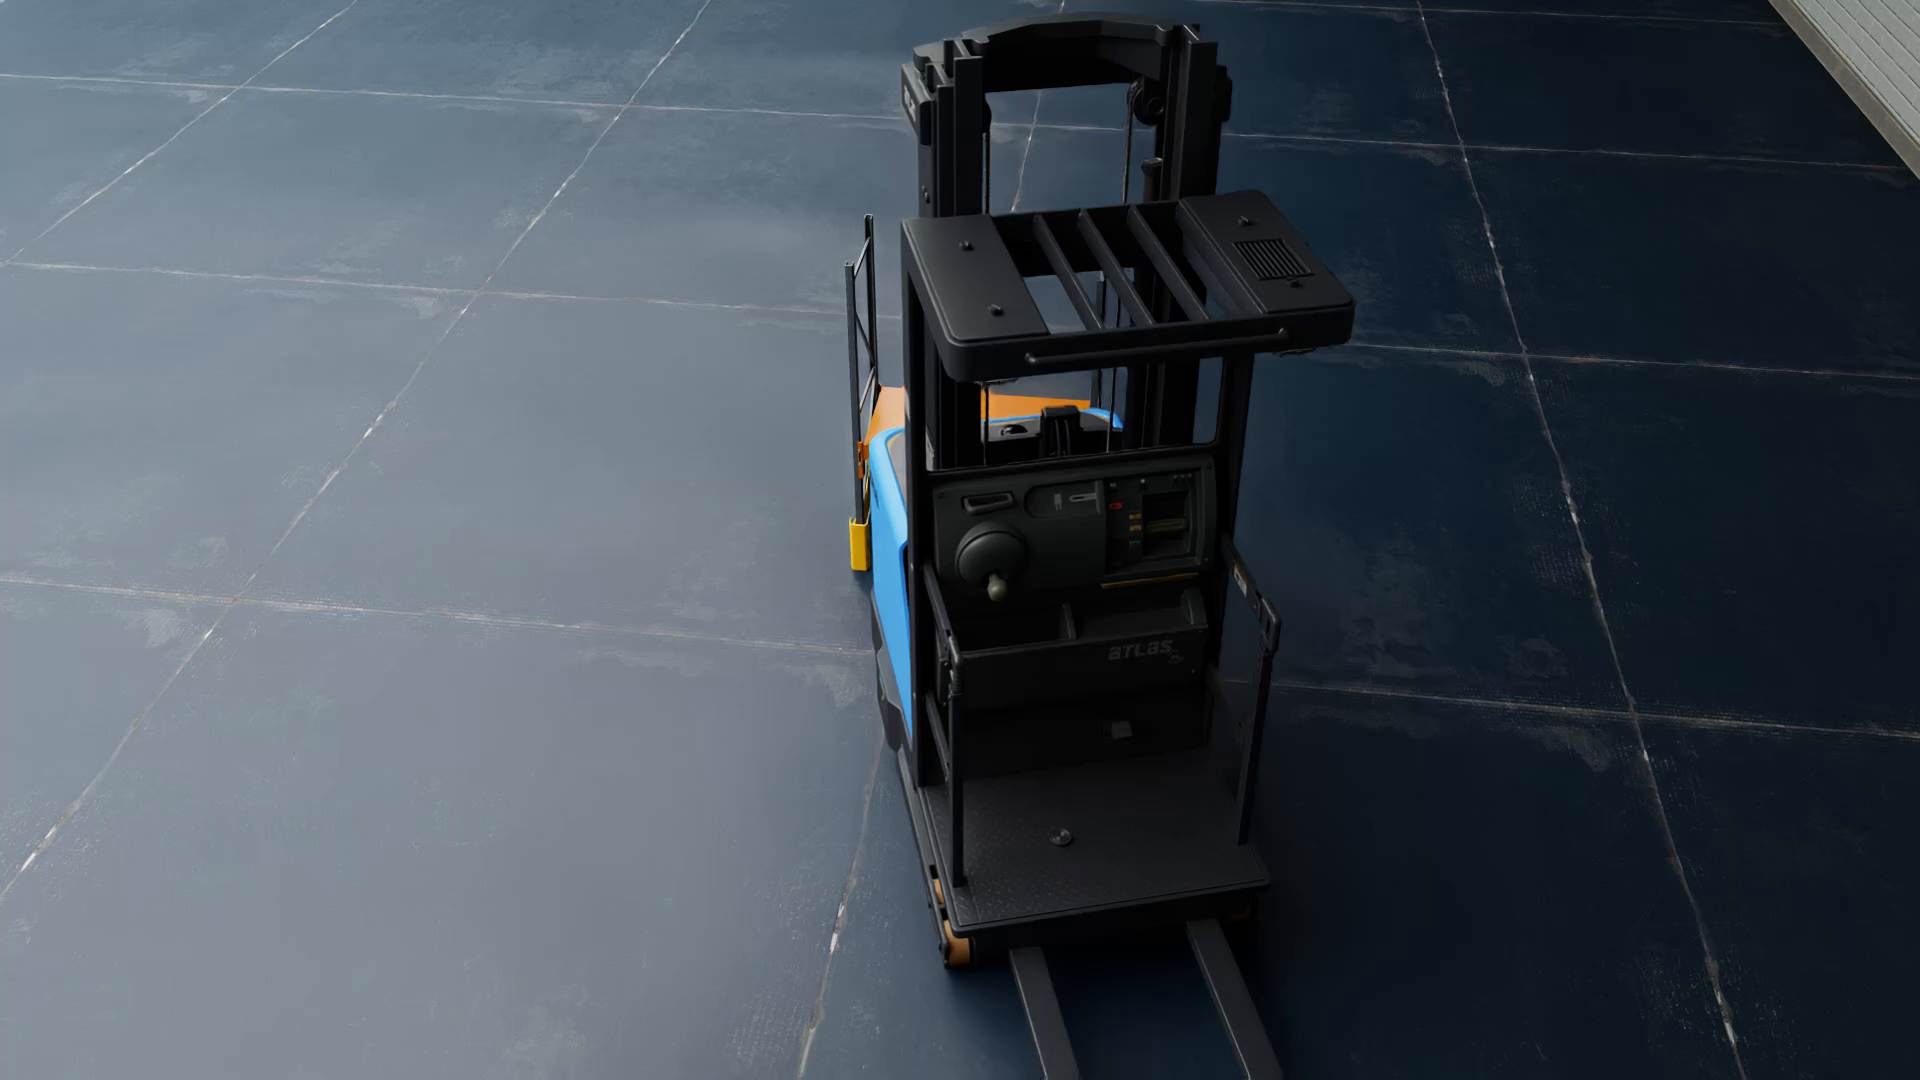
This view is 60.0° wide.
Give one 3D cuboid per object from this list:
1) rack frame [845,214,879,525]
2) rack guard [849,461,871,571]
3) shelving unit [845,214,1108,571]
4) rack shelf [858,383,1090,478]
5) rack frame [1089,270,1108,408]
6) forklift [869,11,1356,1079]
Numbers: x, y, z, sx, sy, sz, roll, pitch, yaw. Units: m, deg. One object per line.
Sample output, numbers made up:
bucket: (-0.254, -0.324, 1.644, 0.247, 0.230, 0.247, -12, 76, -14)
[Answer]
rack frame: (-0.420, -0.642, 7.358, 0.032, 1.500, 0.500, 4, 36, 6)
rack guard: (-0.418, -0.133, 7.721, 0.087, 0.250, 0.587, 4, 36, 6)
shelving unit: (0.076, -0.605, 7.306, 1.083, 1.500, 0.587, 4, 36, 6)
rack shelf: (0.085, -0.458, 7.410, 1.000, 0.185, 0.538, 4, 36, 6)
rack frame: (0.589, -0.567, 7.253, 0.032, 1.500, 0.500, 4, 36, 6)
forklift: (0.420, 0.030, 5.185, 1.130, 2.935, 3.031, -7, 36, -9)
